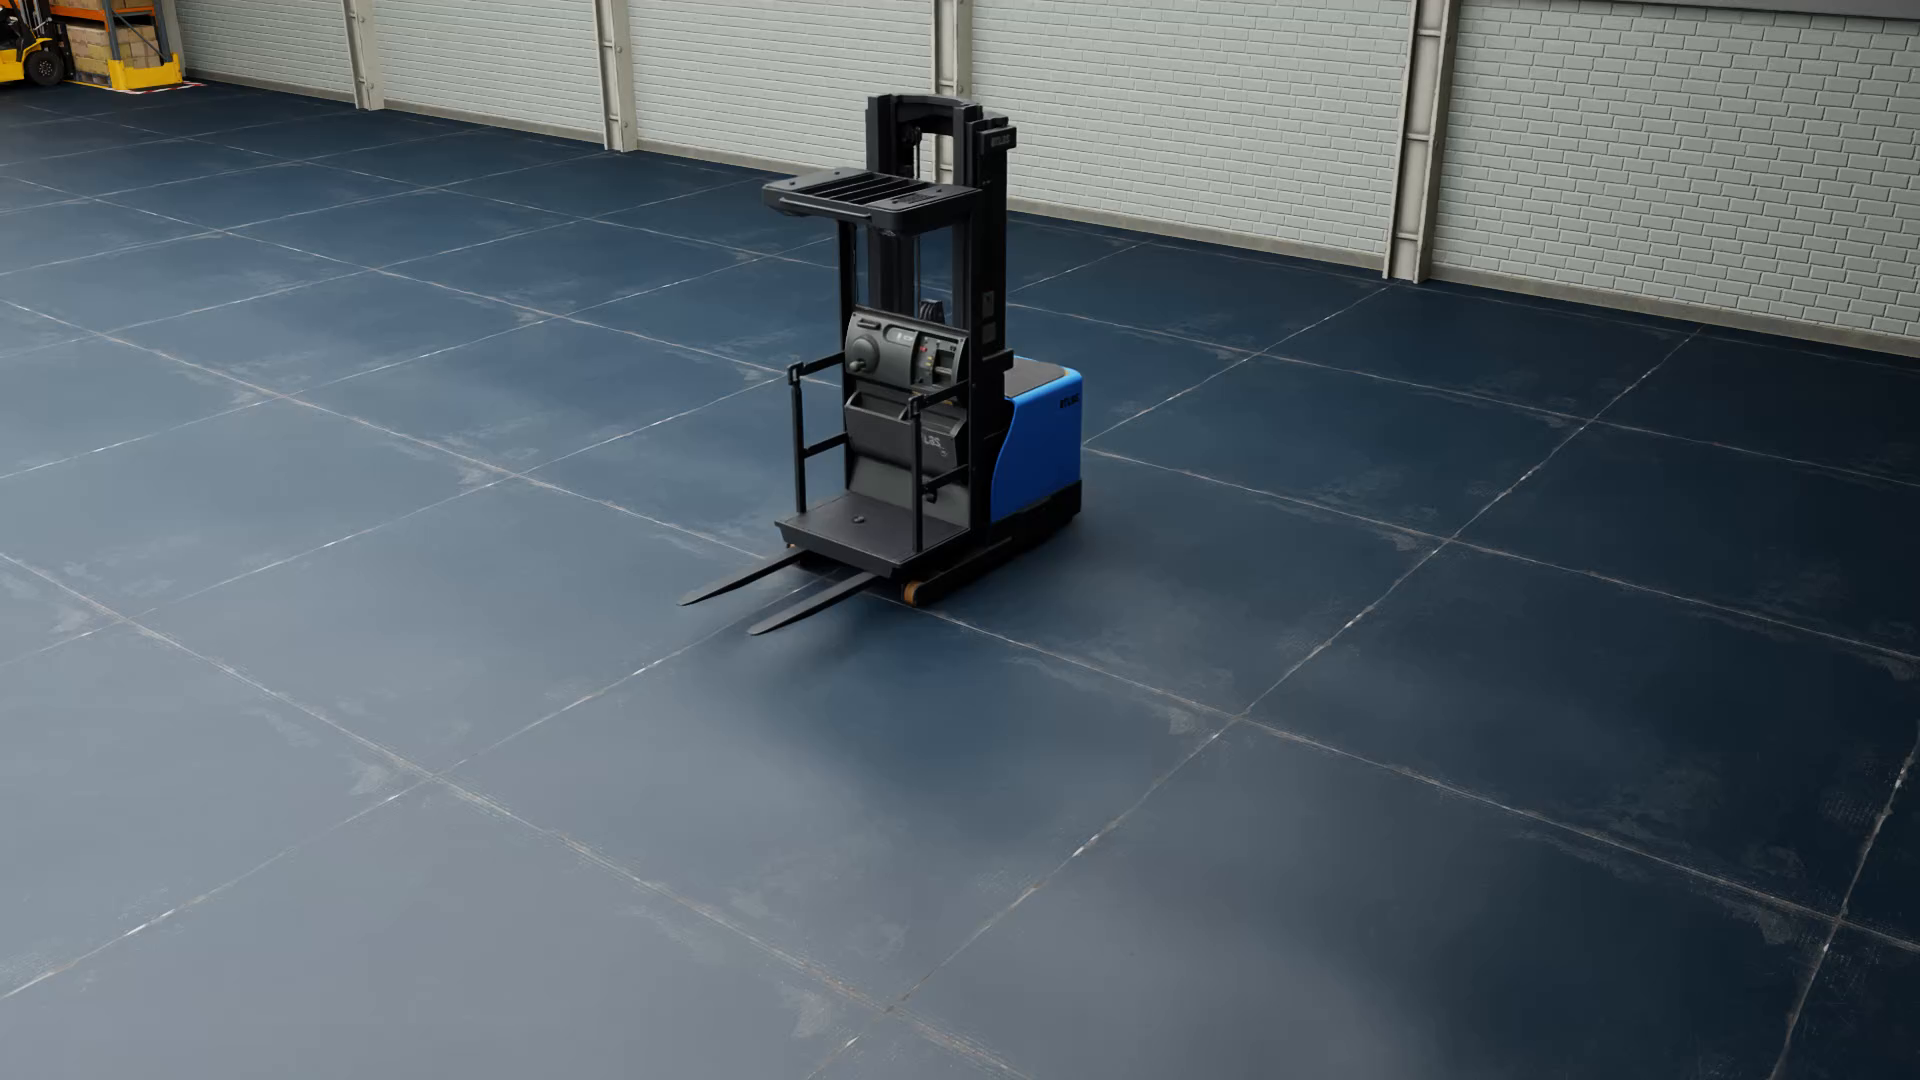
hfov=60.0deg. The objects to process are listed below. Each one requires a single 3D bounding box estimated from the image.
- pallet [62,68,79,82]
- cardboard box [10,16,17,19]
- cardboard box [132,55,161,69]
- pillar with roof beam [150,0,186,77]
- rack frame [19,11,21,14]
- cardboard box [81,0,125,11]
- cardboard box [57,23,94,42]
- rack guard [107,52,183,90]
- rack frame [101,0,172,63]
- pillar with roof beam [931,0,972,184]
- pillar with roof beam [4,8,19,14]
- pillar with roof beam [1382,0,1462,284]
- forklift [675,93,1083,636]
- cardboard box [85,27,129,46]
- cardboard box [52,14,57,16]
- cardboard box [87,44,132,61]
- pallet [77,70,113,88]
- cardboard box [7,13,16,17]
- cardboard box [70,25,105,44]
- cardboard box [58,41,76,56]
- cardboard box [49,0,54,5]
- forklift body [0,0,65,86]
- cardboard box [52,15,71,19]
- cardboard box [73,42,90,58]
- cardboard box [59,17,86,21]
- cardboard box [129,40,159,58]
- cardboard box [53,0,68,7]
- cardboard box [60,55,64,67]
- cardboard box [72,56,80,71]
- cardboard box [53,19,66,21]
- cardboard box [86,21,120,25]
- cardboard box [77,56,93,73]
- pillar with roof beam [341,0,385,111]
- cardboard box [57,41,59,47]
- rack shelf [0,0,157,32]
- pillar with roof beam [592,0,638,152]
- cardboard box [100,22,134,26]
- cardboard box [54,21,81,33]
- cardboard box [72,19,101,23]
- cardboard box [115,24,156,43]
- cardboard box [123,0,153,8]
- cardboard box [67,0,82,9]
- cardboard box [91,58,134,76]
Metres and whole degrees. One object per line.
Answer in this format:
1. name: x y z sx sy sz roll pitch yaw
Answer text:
1. pallet: -16.098 -8.673 30.672 1.213 0.211 1.003 17 29 33
2. cardboard box: -17.491 -9.623 31.019 0.500 0.250 0.500 16 29 33
3. cardboard box: -14.765 -8.598 29.934 0.500 0.250 0.500 17 29 34
4. pillar with roof beam: -17.088 -11.298 25.731 0.400 9.000 9.100 17 29 33
5. rack frame: -17.690 -10.450 31.247 0.127 3.000 1.000 17 29 33
6. cardboard box: -15.040 -9.562 29.109 0.500 0.500 0.500 16 28 32
7. cardboard box: -15.867 -9.125 29.889 0.500 0.250 0.500 17 29 34
8. rack guard: -14.470 -8.333 29.542 0.348 0.500 1.175 17 29 33
9. rack frame: -14.489 -9.482 29.051 0.127 3.000 1.000 17 29 33
10. pillar with roof beam: -2.684 -6.945 15.852 0.400 9.000 9.100 17 29 33
11. pillar with roof beam: -21.889 -12.749 29.024 0.400 9.000 9.100 17 29 33
12. pillar with roof beam: 2.117 -5.494 12.559 0.400 9.000 9.100 17 29 33
13. forklift: -0.478 -1.154 10.233 1.130 2.935 3.031 18 30 35
14. cardboard box: -15.045 -8.885 29.344 0.500 0.250 0.500 18 29 35
15. cardboard box: -17.180 -9.785 31.386 0.500 0.250 0.500 17 29 34
16. cardboard box: -15.066 -8.662 29.458 0.500 0.250 0.500 16 29 33
17. pallet: -15.126 -8.378 30.002 1.213 0.211 1.003 17 29 33
18. cardboard box: -18.730 -9.868 32.350 0.625 0.625 0.875 16 29 33
19. cardboard box: -15.457 -9.006 29.620 0.500 0.250 0.500 17 29 34
20. cardboard box: -15.887 -8.905 30.009 0.500 0.250 0.500 16 28 32
21. cardboard box: -16.269 -9.933 29.949 0.500 0.500 0.500 17 29 34
22. forklift body: -17.101 -8.964 28.927 1.214 2.155 2.313 17 29 33
23. cardboard box: -16.766 -9.667 31.119 0.500 0.250 0.500 16 29 33
24. cardboard box: -15.461 -8.787 29.741 0.500 0.250 0.500 16 29 33
25. cardboard box: -16.369 -9.540 30.832 0.500 0.250 0.500 17 29 34
26. cardboard box: -14.741 -8.826 29.830 0.500 0.250 0.500 17 29 34
27. cardboard box: -15.860 -9.815 29.681 0.500 0.500 0.500 16 29 32
28. cardboard box: -16.271 -8.794 30.377 0.500 0.250 0.500 18 29 35
29. cardboard box: -15.842 -8.675 30.108 0.500 0.250 0.500 17 29 34
30. cardboard box: -16.683 -9.379 30.467 0.500 0.250 0.500 18 29 35
31. cardboard box: -15.556 -9.295 30.276 0.500 0.250 0.500 17 29 33
32. cardboard box: -15.447 -8.551 29.827 0.500 0.250 0.500 17 29 33
33. pillar with roof beam: -12.287 -9.847 22.438 0.400 9.000 9.100 17 29 33
34. cardboard box: -16.285 -9.027 30.287 0.500 0.250 0.500 17 29 33
35. rack shelf: -16.090 -9.637 30.294 4.000 0.370 1.077 17 29 33
36. pillar with roof beam: -7.485 -8.396 19.145 0.400 9.000 9.100 17 29 33
37. cardboard box: -15.162 -9.171 29.993 0.500 0.250 0.500 17 29 33
38. cardboard box: -16.267 -9.250 30.173 0.500 0.250 0.500 16 28 32
39. cardboard box: -15.962 -9.421 30.562 0.500 0.250 0.500 16 28 32
40. cardboard box: -14.760 -9.051 29.722 0.500 0.250 0.500 16 29 33
41. cardboard box: -14.719 -9.738 29.506 0.500 0.500 0.500 18 29 35
42. cardboard box: -15.450 -9.691 29.400 0.500 0.500 0.500 18 29 35
43. cardboard box: -15.055 -8.428 29.547 0.500 0.250 0.500 17 29 34
